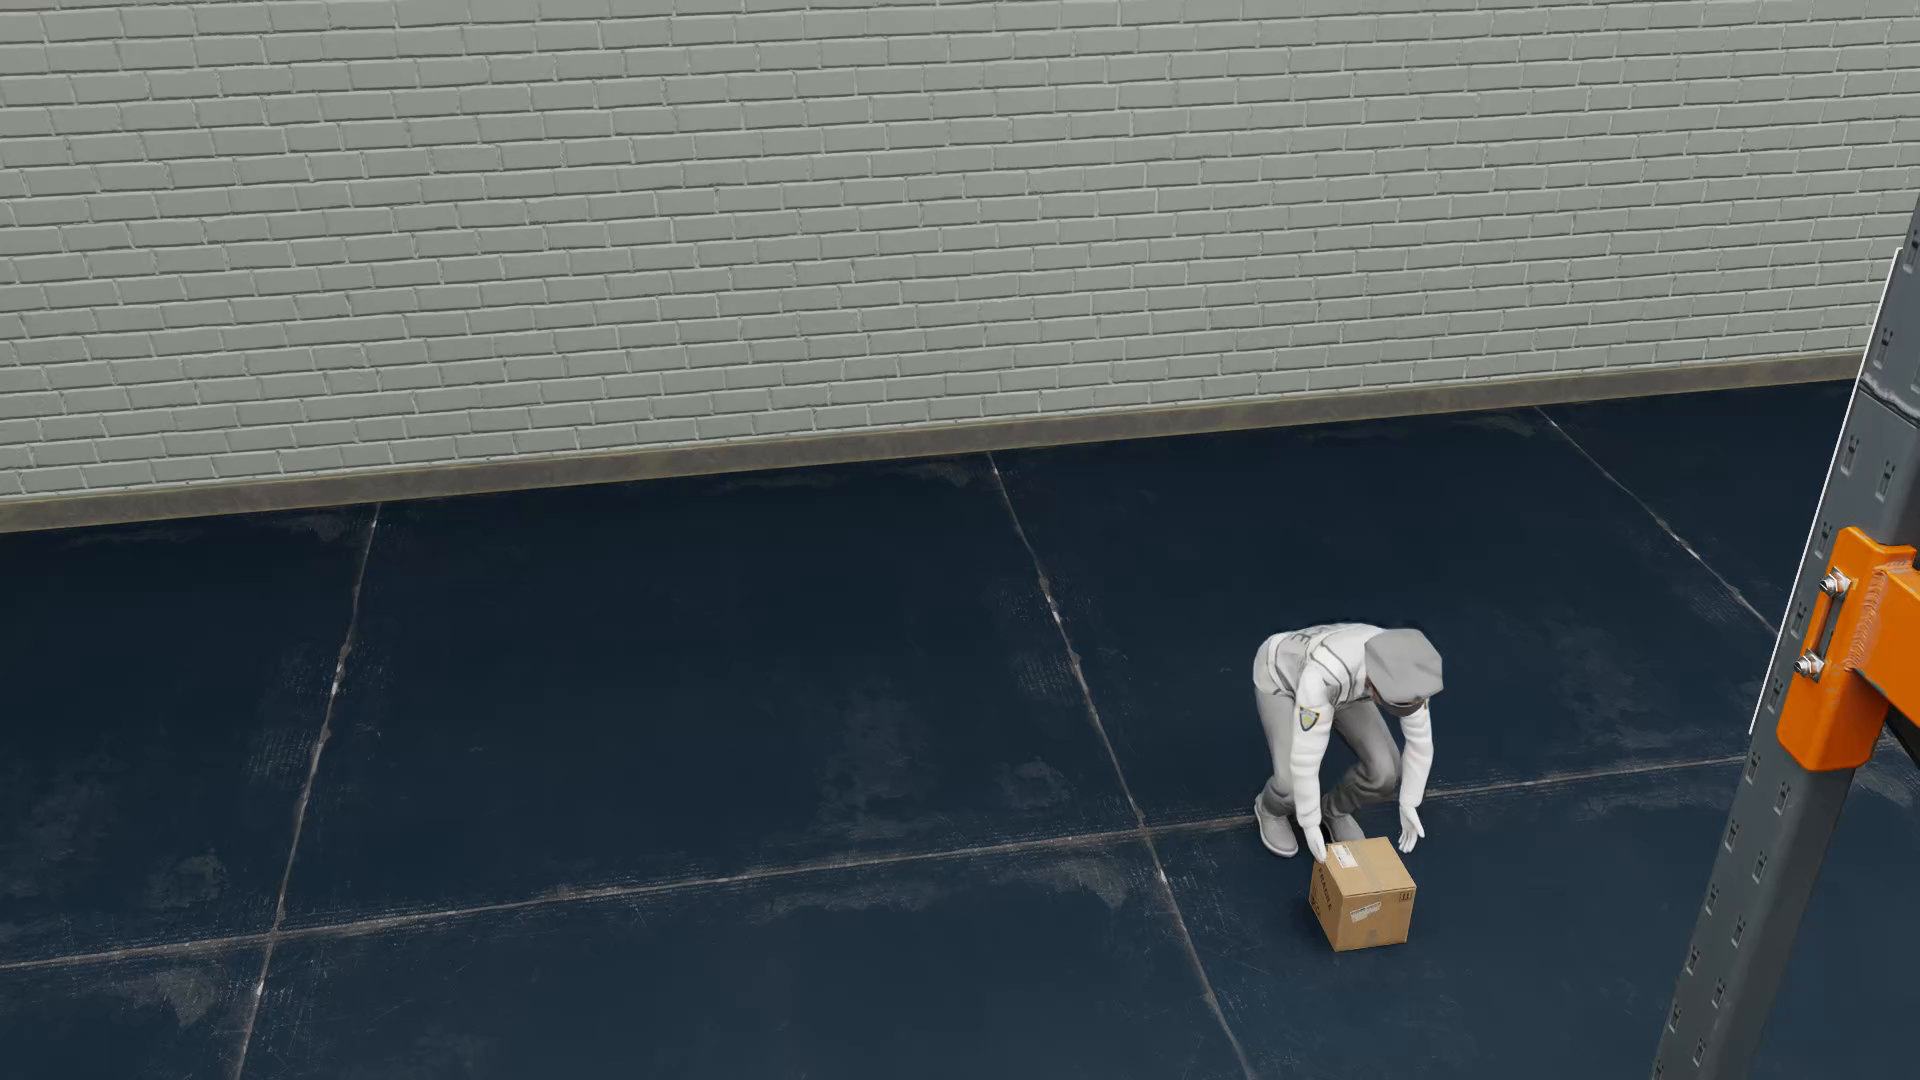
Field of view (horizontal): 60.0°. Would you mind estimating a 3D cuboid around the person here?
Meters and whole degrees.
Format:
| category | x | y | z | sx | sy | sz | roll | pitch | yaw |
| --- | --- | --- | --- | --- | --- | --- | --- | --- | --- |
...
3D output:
| category | x | y | z | sx | sy | sz | roll | pitch | yaw |
| --- | --- | --- | --- | --- | --- | --- | --- | --- | --- |
| person | 1.306 | 0.639 | 5.643 | 0.505 | 1.075 | 0.826 | -5 | 31 | -9 |
